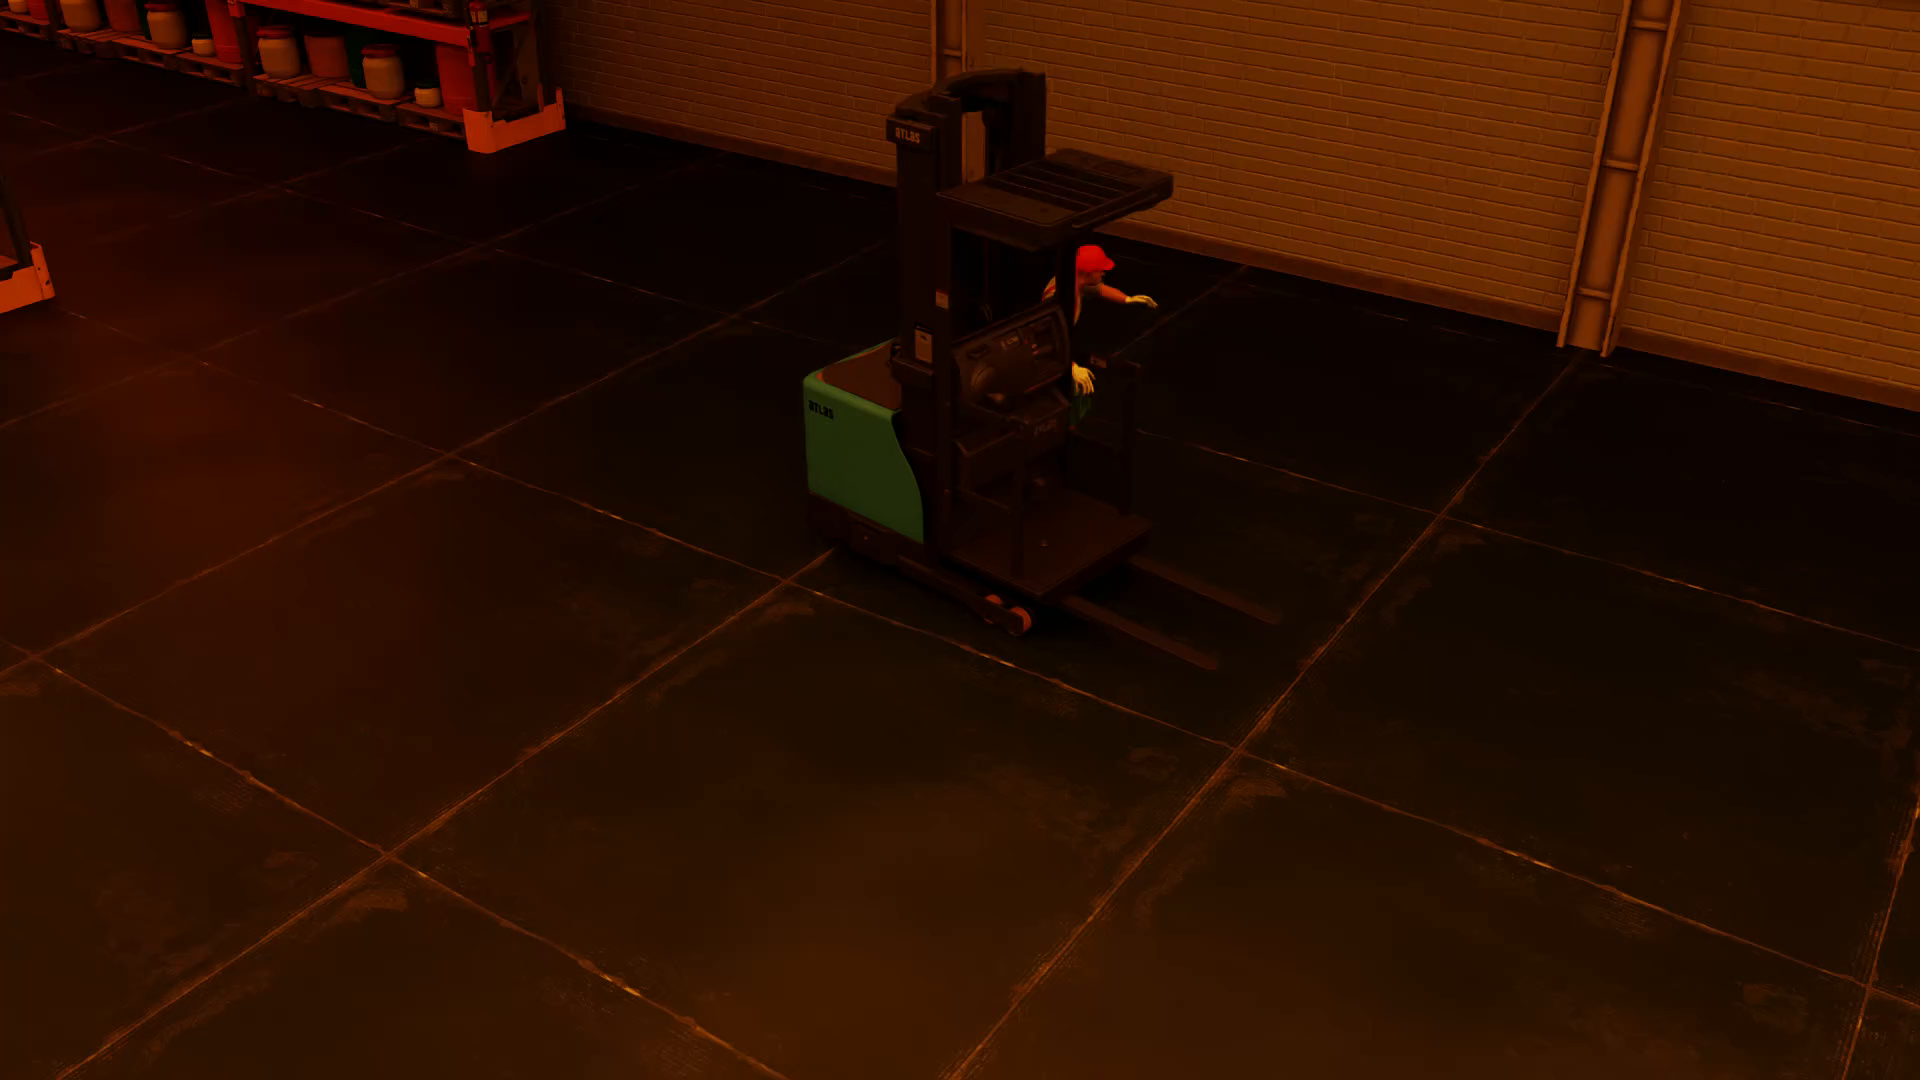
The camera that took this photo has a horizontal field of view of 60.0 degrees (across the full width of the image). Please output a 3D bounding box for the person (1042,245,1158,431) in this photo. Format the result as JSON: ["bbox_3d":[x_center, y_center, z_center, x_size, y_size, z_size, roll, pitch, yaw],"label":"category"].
[{"bbox_3d":[0.815,-1.174,10.967,0.934,1.501,1.187,3,30,6],"label":"person"}]

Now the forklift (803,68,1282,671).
[{"bbox_3d":[0.458,-1.014,9.328,3.031,2.935,1.130,25,38,36],"label":"forklift"}]
